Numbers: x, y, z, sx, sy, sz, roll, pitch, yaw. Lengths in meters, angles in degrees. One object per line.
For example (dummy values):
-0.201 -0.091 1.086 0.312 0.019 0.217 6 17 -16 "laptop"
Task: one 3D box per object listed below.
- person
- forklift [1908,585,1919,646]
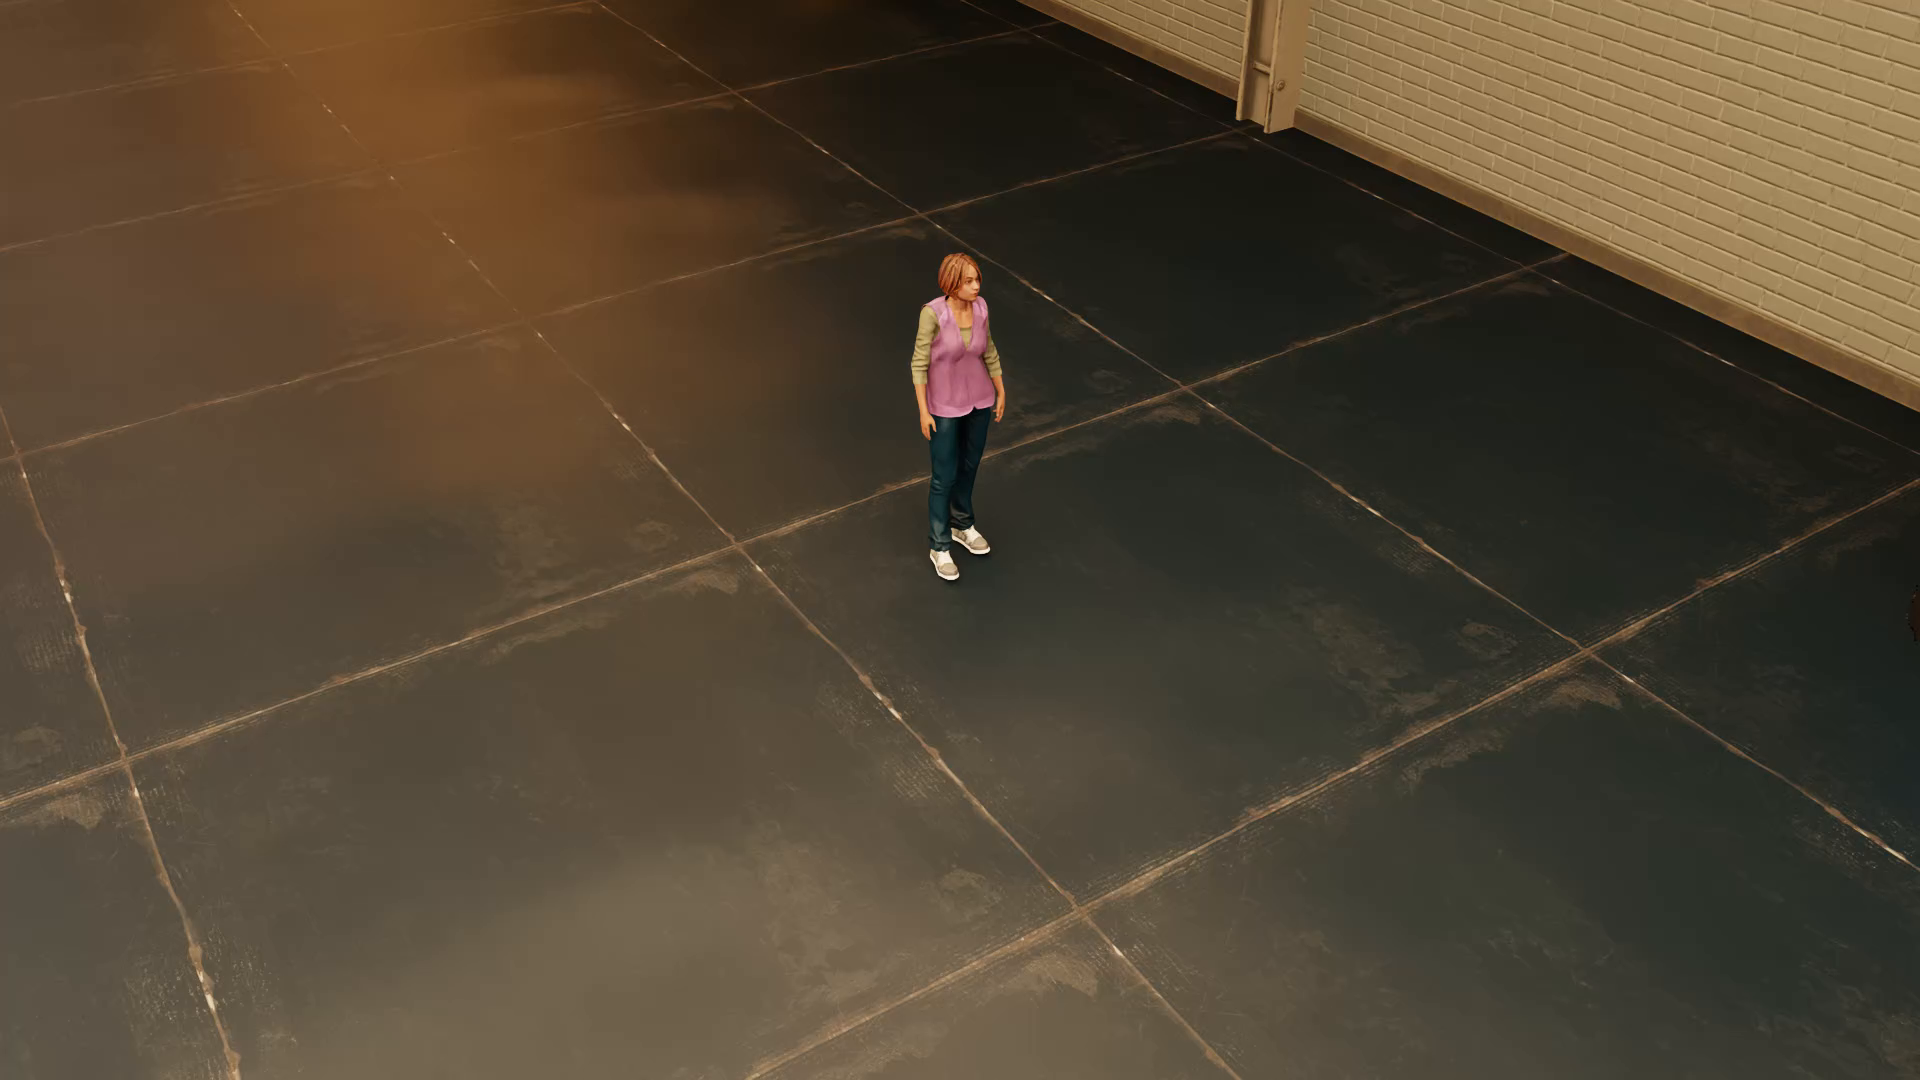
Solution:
0.028 -0.620 8.177 0.520 1.597 0.476 -21 40 -27 "person"
5.964 -0.332 6.620 3.031 2.935 1.130 8 36 11 "forklift"
